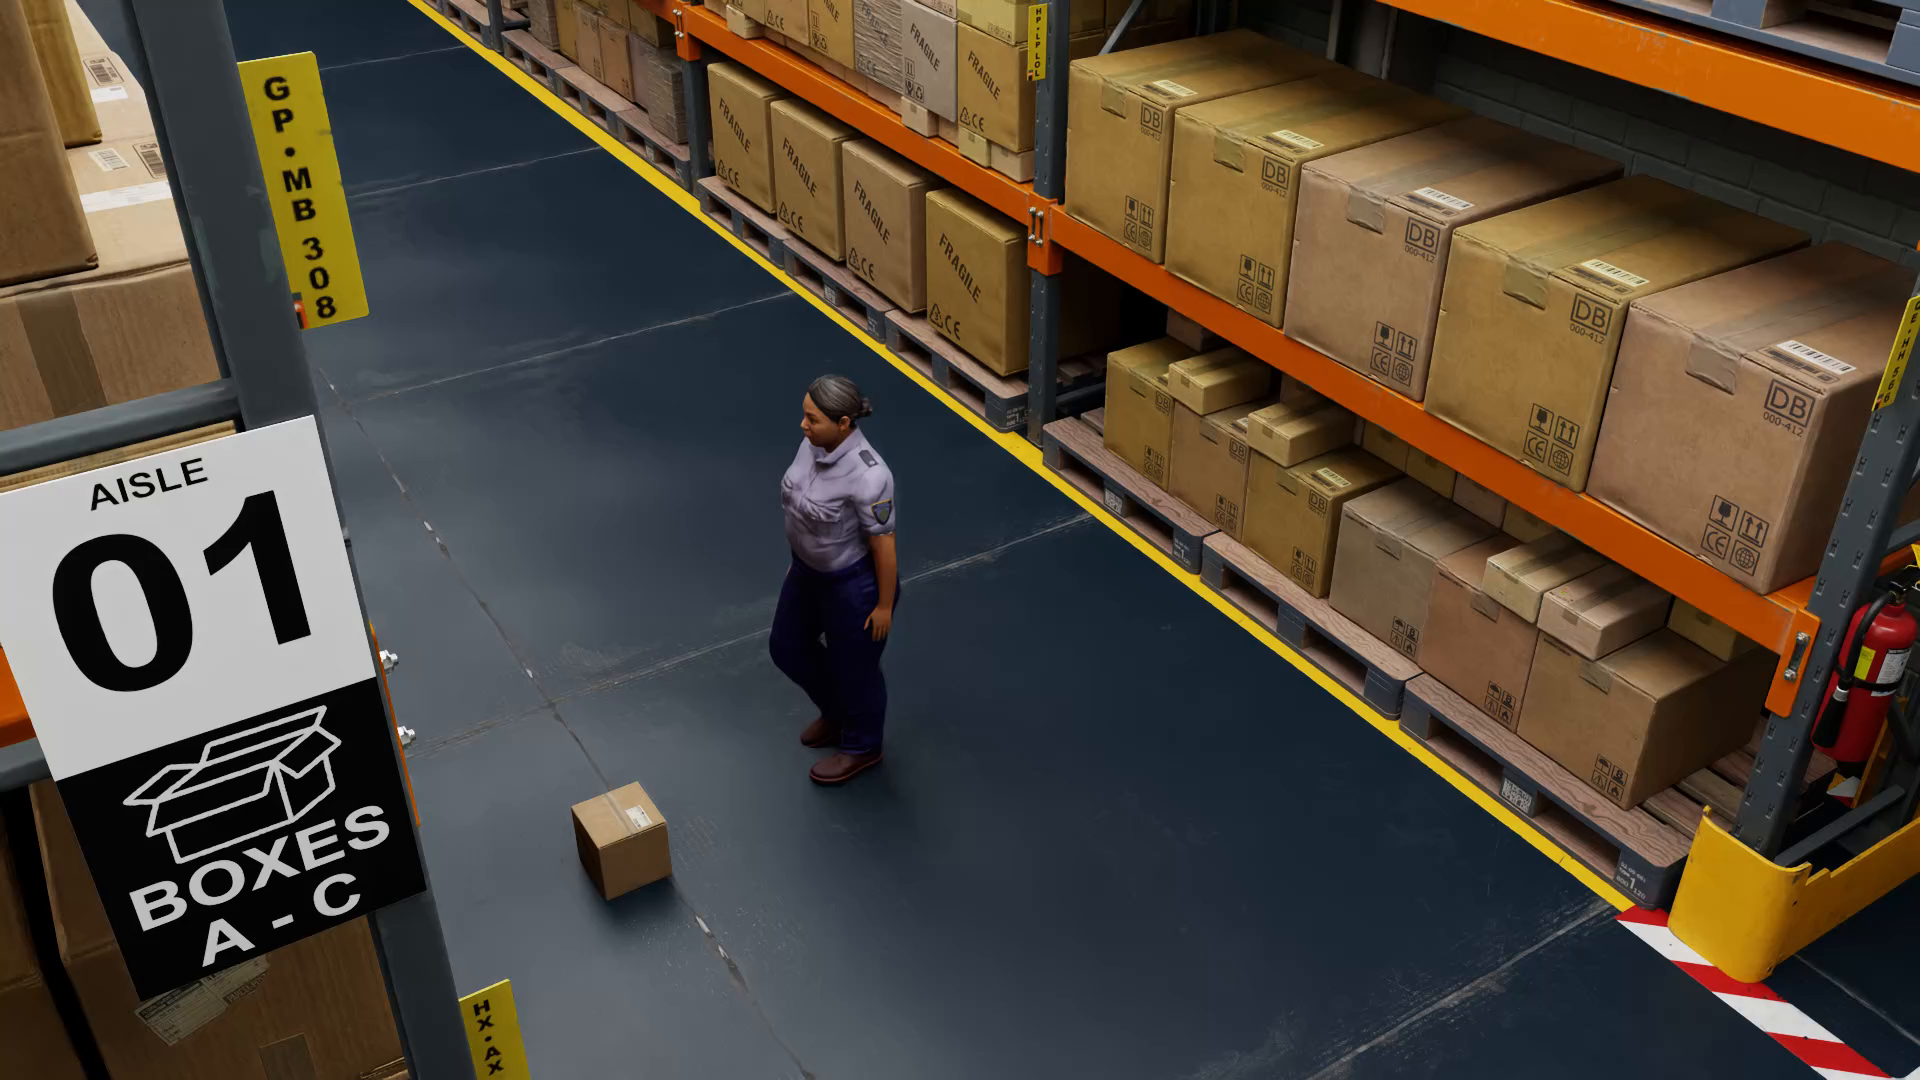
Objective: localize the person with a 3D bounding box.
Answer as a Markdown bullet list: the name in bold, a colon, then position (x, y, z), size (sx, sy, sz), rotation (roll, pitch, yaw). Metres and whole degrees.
- **person**: position (-0.441, 0.169, 5.898), size (0.398, 1.674, 0.495), rotation (-20, 38, -28)
